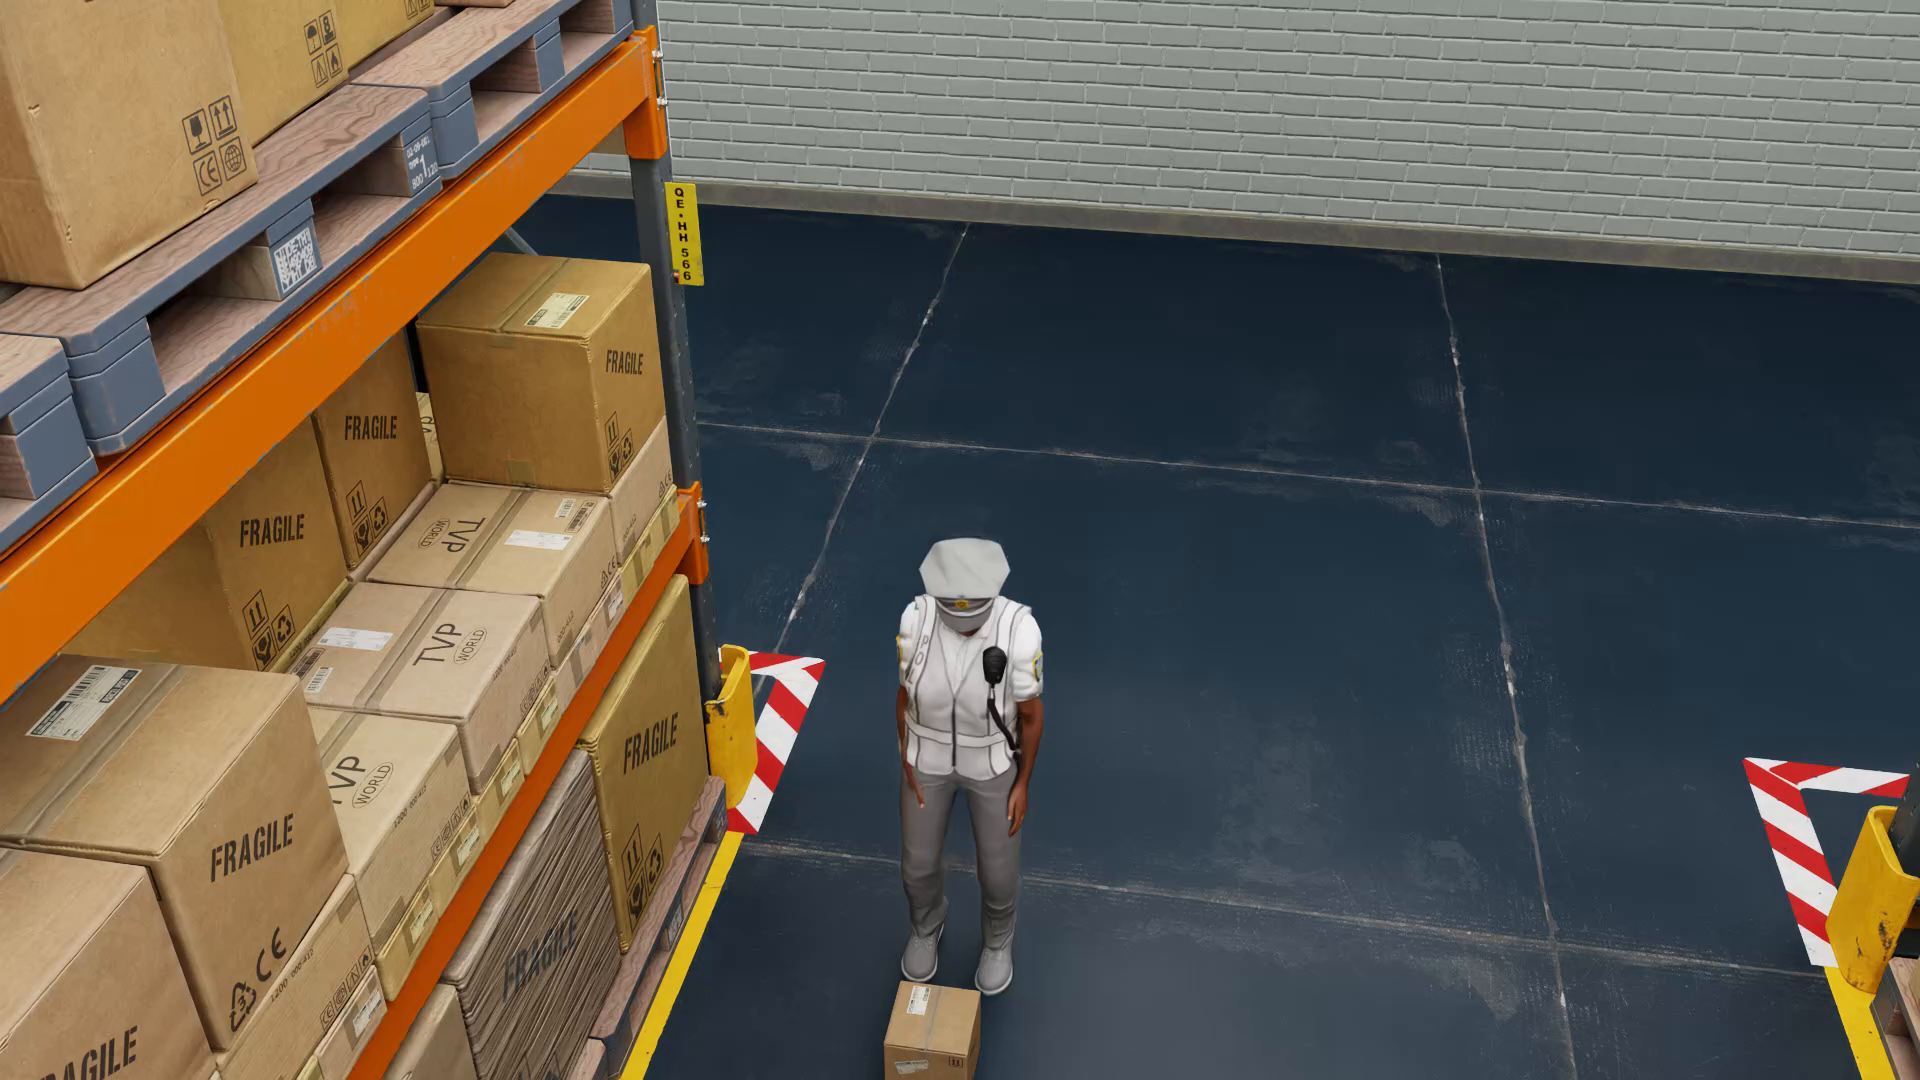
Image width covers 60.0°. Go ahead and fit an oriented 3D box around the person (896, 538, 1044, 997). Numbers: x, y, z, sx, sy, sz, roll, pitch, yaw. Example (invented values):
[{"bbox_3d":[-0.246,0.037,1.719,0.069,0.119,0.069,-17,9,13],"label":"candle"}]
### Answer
[{"bbox_3d":[0.027,0.706,5.075,0.448,1.631,0.394,6,33,9],"label":"person"}]
